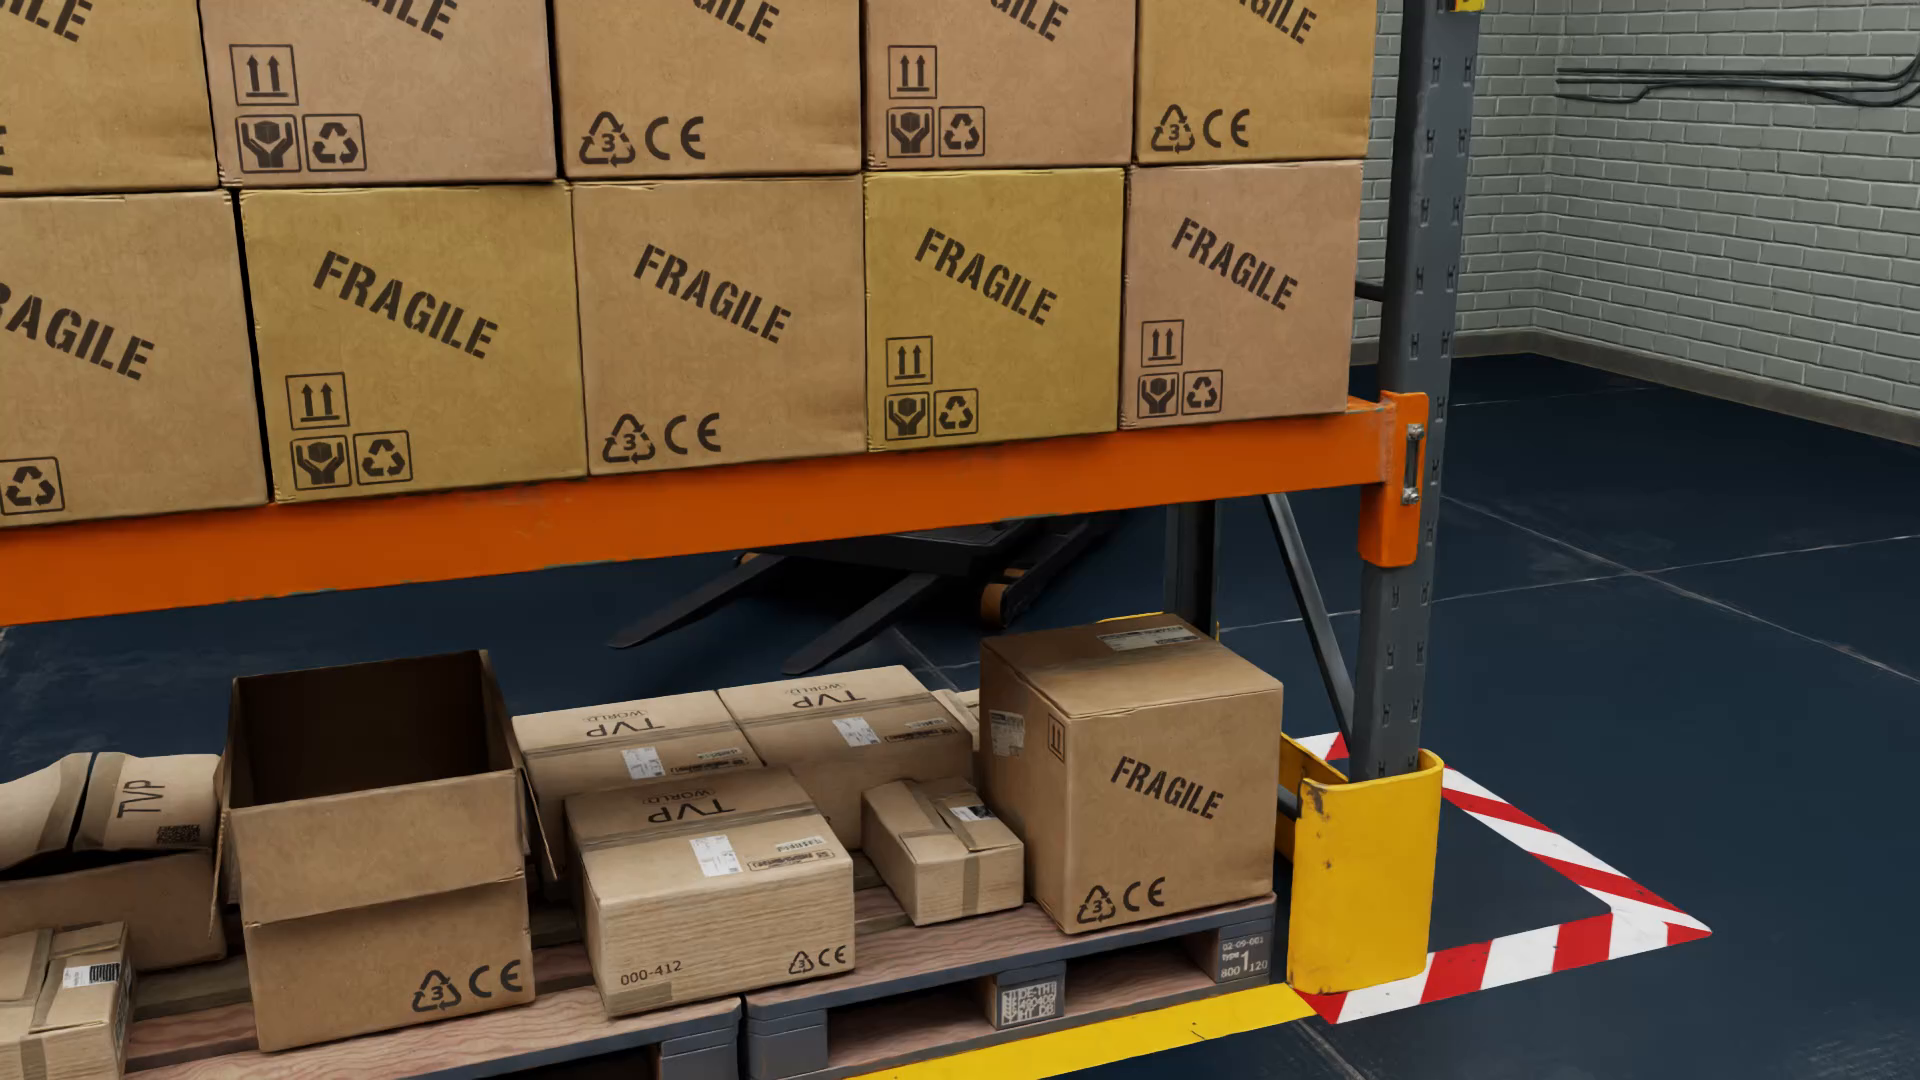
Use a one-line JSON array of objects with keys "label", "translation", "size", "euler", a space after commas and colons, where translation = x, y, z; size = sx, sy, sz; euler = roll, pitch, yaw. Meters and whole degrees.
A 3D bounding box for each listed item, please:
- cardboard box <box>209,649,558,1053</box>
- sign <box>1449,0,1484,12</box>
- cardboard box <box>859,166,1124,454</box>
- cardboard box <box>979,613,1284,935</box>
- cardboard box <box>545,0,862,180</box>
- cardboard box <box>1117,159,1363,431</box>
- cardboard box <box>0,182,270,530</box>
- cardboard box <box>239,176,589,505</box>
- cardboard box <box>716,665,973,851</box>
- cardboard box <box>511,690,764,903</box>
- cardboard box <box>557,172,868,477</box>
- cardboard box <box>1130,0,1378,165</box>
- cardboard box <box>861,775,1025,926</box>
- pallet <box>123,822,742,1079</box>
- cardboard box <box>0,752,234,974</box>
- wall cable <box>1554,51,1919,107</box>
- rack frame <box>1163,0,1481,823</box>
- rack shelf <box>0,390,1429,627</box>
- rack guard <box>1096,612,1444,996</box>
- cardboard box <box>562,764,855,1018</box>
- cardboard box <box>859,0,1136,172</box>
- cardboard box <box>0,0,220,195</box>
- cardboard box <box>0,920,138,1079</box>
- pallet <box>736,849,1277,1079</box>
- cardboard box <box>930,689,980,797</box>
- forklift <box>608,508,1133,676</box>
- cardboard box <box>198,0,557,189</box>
[{"label": "cardboard box", "translation": [-1.197, 0.593, 3.405], "size": [0.637, 0.503, 0.797], "euler": [-6, 17, -20]}, {"label": "sign", "translation": [0.965, -1.165, 3.128], "size": [0.005, 0.325, 0.100], "euler": [-6, 17, -20]}, {"label": "cardboard box", "translation": [-0.018, -0.484, 3.246], "size": [0.500, 0.500, 0.500], "euler": [-6, 17, -20]}, {"label": "cardboard box", "translation": [0.366, 0.502, 3.722], "size": [0.500, 0.500, 0.500], "euler": [-6, 17, -20]}, {"label": "cardboard box", "translation": [-0.486, -0.912, 2.929], "size": [0.500, 0.500, 0.500], "euler": [-6, 17, -19]}, {"label": "cardboard box", "translation": [0.465, -0.538, 3.428], "size": [0.500, 0.500, 0.500], "euler": [-6, 17, -18]}, {"label": "cardboard box", "translation": [-1.431, -0.333, 2.731], "size": [0.500, 0.500, 0.500], "euler": [-6, 17, -20]}, {"label": "cardboard box", "translation": [-0.957, -0.385, 2.907], "size": [0.500, 0.500, 0.500], "euler": [-6, 18, -21]}, {"label": "cardboard box", "translation": [-0.291, 0.532, 4.061], "size": [0.500, 0.250, 0.500], "euler": [-6, 17, -20]}, {"label": "cardboard box", "translation": [-0.758, 0.583, 3.889], "size": [0.500, 0.250, 0.500], "euler": [-6, 17, -20]}, {"label": "cardboard box", "translation": [-0.486, -0.435, 3.080], "size": [0.500, 0.500, 0.500], "euler": [-6, 17, -20]}, {"label": "cardboard box", "translation": [0.468, -1.017, 3.285], "size": [0.500, 0.500, 0.500], "euler": [-6, 18, -21]}, {"label": "cardboard box", "translation": [-0.044, 0.679, 3.711], "size": [0.250, 0.166, 0.380], "euler": [-6, 17, -20]}, {"label": "pallet", "translation": [-1.167, 0.942, 3.516], "size": [1.213, 0.211, 1.003], "euler": [-6, 17, -20]}, {"label": "cardboard box", "translation": [-1.819, 0.668, 3.490], "size": [0.500, 0.311, 0.500], "euler": [-6, 17, -20]}, {"label": "wall cable", "translation": [4.419, -3.774, 9.490], "size": [0.112, 2.526, 3.097], "euler": [-6, 17, -20]}, {"label": "rack frame", "translation": [0.786, -0.606, 3.839], "size": [0.127, 3.000, 1.000], "euler": [-6, 17, -20]}, {"label": "rack shelf", "translation": [-1.082, -0.060, 3.254], "size": [4.000, 0.370, 1.077], "euler": [-6, 17, -20]}, {"label": "rack guard", "translation": [0.715, 0.601, 4.165], "size": [0.348, 0.500, 1.175], "euler": [-6, 17, -20]}, {"label": "cardboard box", "translation": [-0.532, 0.709, 3.458], "size": [0.500, 0.250, 0.500], "euler": [-6, 17, -20]}, {"label": "cardboard box", "translation": [-0.003, -0.966, 3.111], "size": [0.500, 0.500, 0.500], "euler": [-6, 17, -19]}, {"label": "cardboard box", "translation": [-1.447, -0.808, 2.574], "size": [0.500, 0.500, 0.500], "euler": [-7, 18, -22]}, {"label": "cardboard box", "translation": [-1.676, 0.870, 3.059], "size": [0.250, 0.166, 0.380], "euler": [-6, 17, -20]}, {"label": "pallet", "translation": [-0.030, 0.820, 3.932], "size": [1.213, 0.211, 1.003], "euler": [-6, 17, -20]}, {"label": "cardboard box", "translation": [0.038, 0.519, 4.255], "size": [0.250, 0.166, 0.380], "euler": [-6, 17, -20]}, {"label": "forklift", "translation": [-0.216, -1.222, 6.057], "size": [1.130, 2.935, 3.031], "euler": [7, 18, 21]}, {"label": "cardboard box", "translation": [-0.965, -0.860, 2.752], "size": [0.500, 0.500, 0.500], "euler": [-6, 17, -18]}]
